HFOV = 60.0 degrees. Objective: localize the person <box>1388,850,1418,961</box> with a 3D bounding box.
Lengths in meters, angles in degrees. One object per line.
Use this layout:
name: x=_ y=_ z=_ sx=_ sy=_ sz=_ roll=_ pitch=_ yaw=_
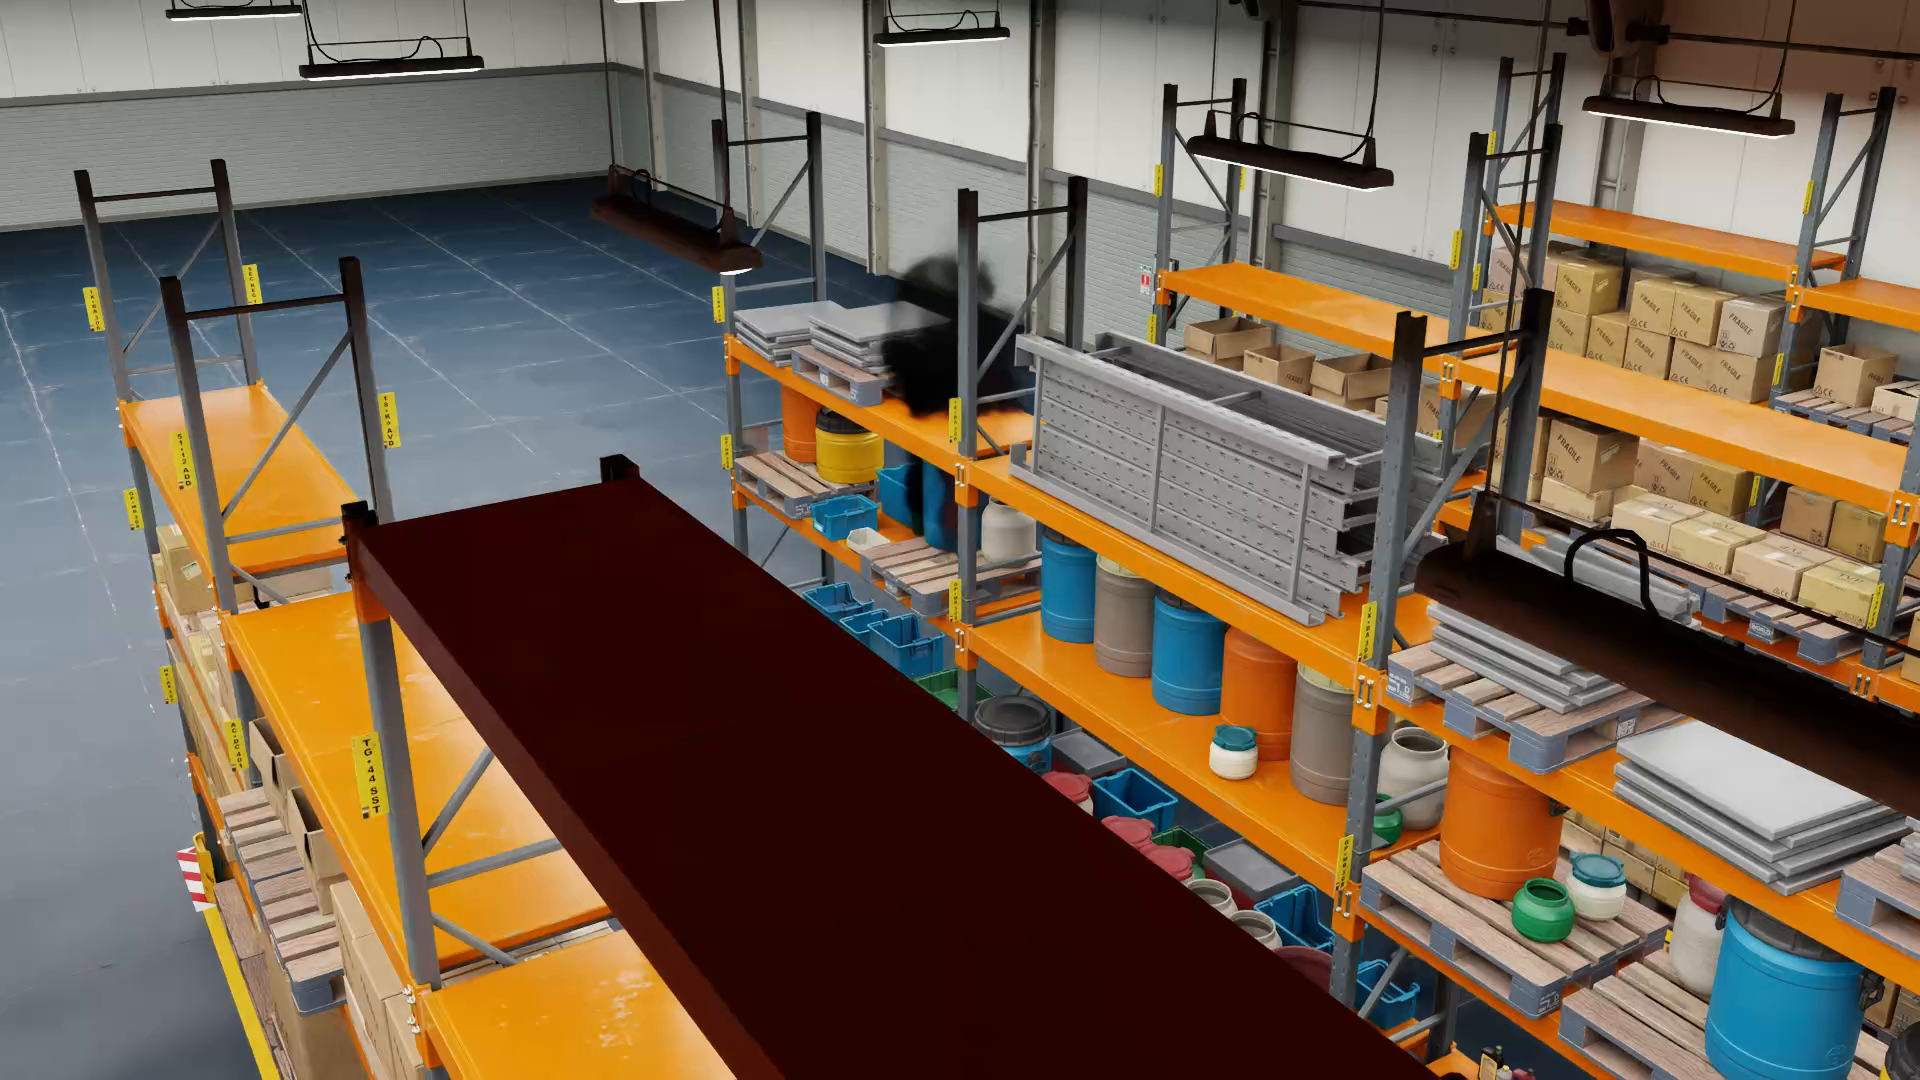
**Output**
person: x=3.302 y=2.413 z=12.740 sx=0.675 sy=1.651 sz=0.845 roll=-12 pitch=25 yaw=-27
